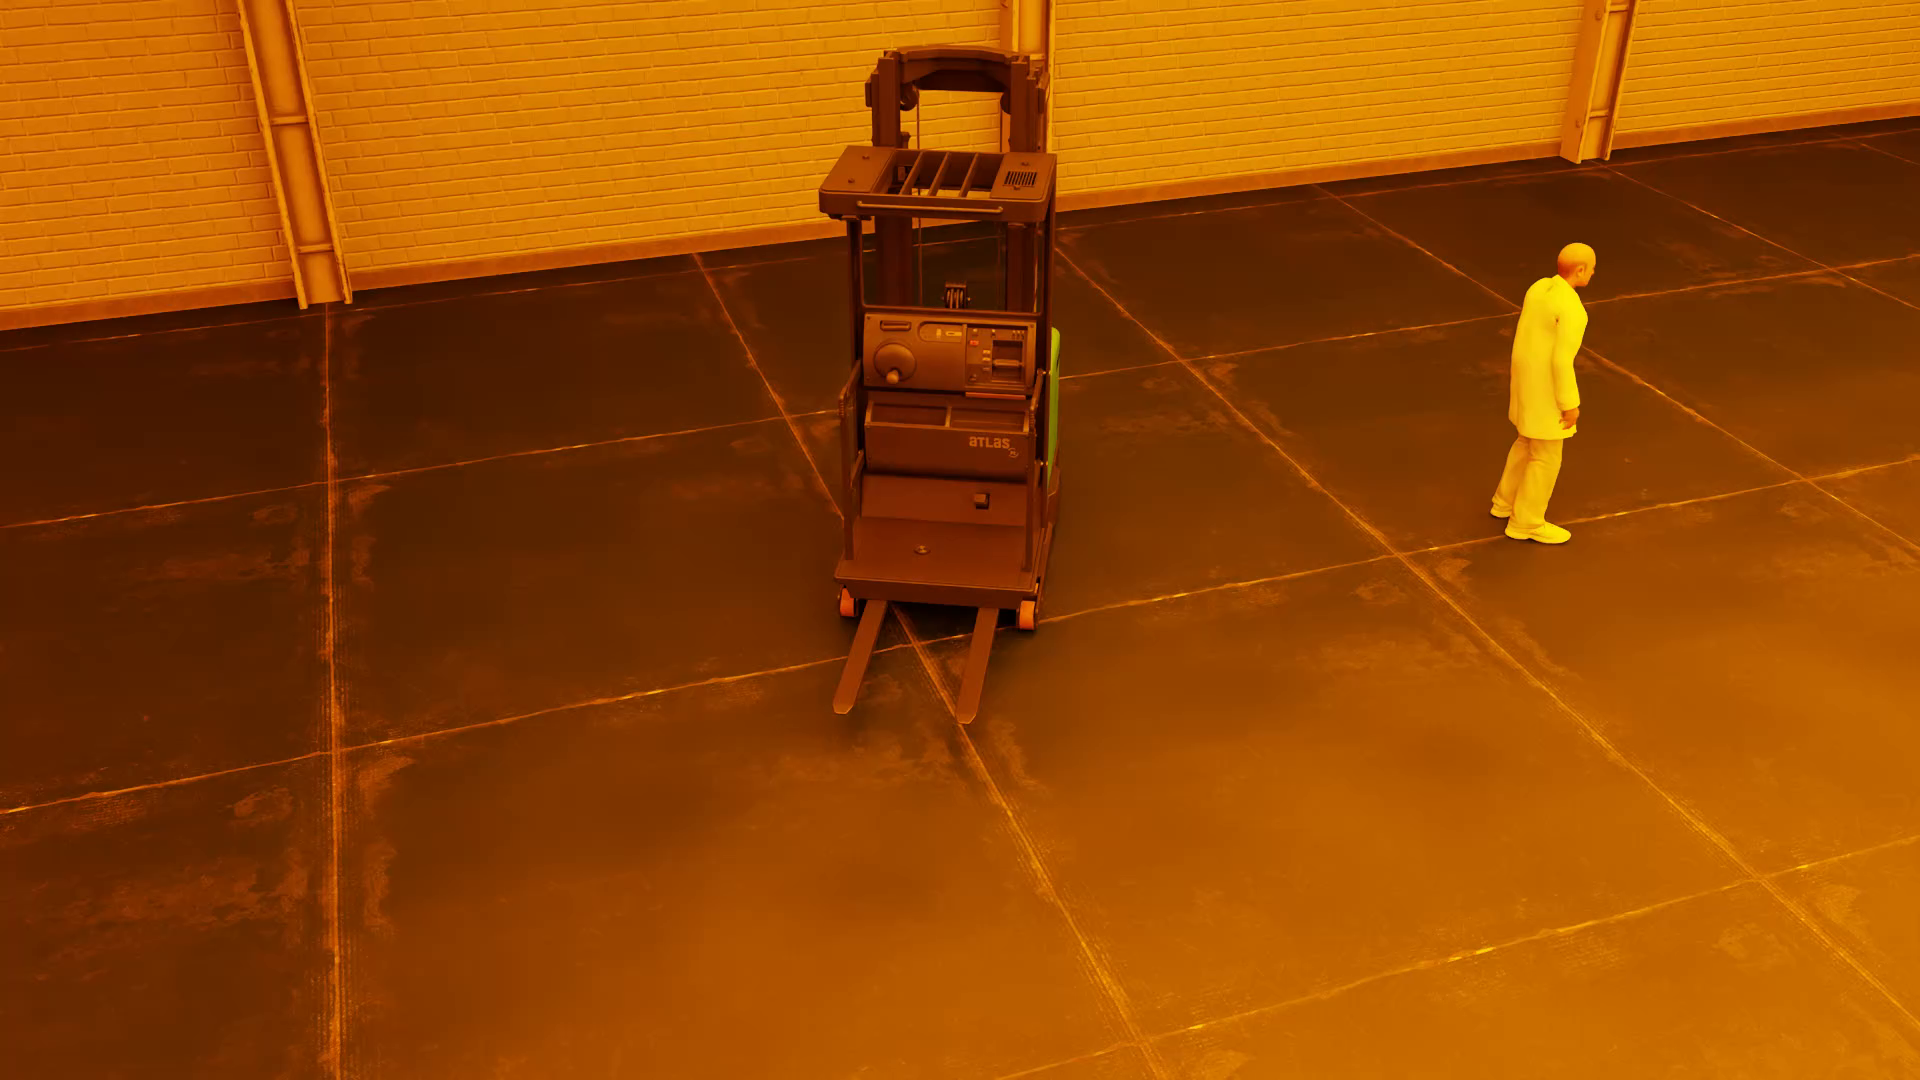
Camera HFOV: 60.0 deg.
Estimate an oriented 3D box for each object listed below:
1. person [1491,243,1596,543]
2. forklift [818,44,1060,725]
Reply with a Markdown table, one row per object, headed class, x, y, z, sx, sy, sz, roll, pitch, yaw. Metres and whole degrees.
| class | x | y | z | sx | sy | sz | roll | pitch | yaw |
| --- | --- | --- | --- | --- | --- | --- | --- | --- | --- |
| person | 3.450 | -0.887 | 9.788 | 0.427 | 1.775 | 0.655 | -2 | 30 | -4 |
| forklift | -0.083 | -0.959 | 8.754 | 1.130 | 2.935 | 3.031 | 4 | 30 | 7 |
